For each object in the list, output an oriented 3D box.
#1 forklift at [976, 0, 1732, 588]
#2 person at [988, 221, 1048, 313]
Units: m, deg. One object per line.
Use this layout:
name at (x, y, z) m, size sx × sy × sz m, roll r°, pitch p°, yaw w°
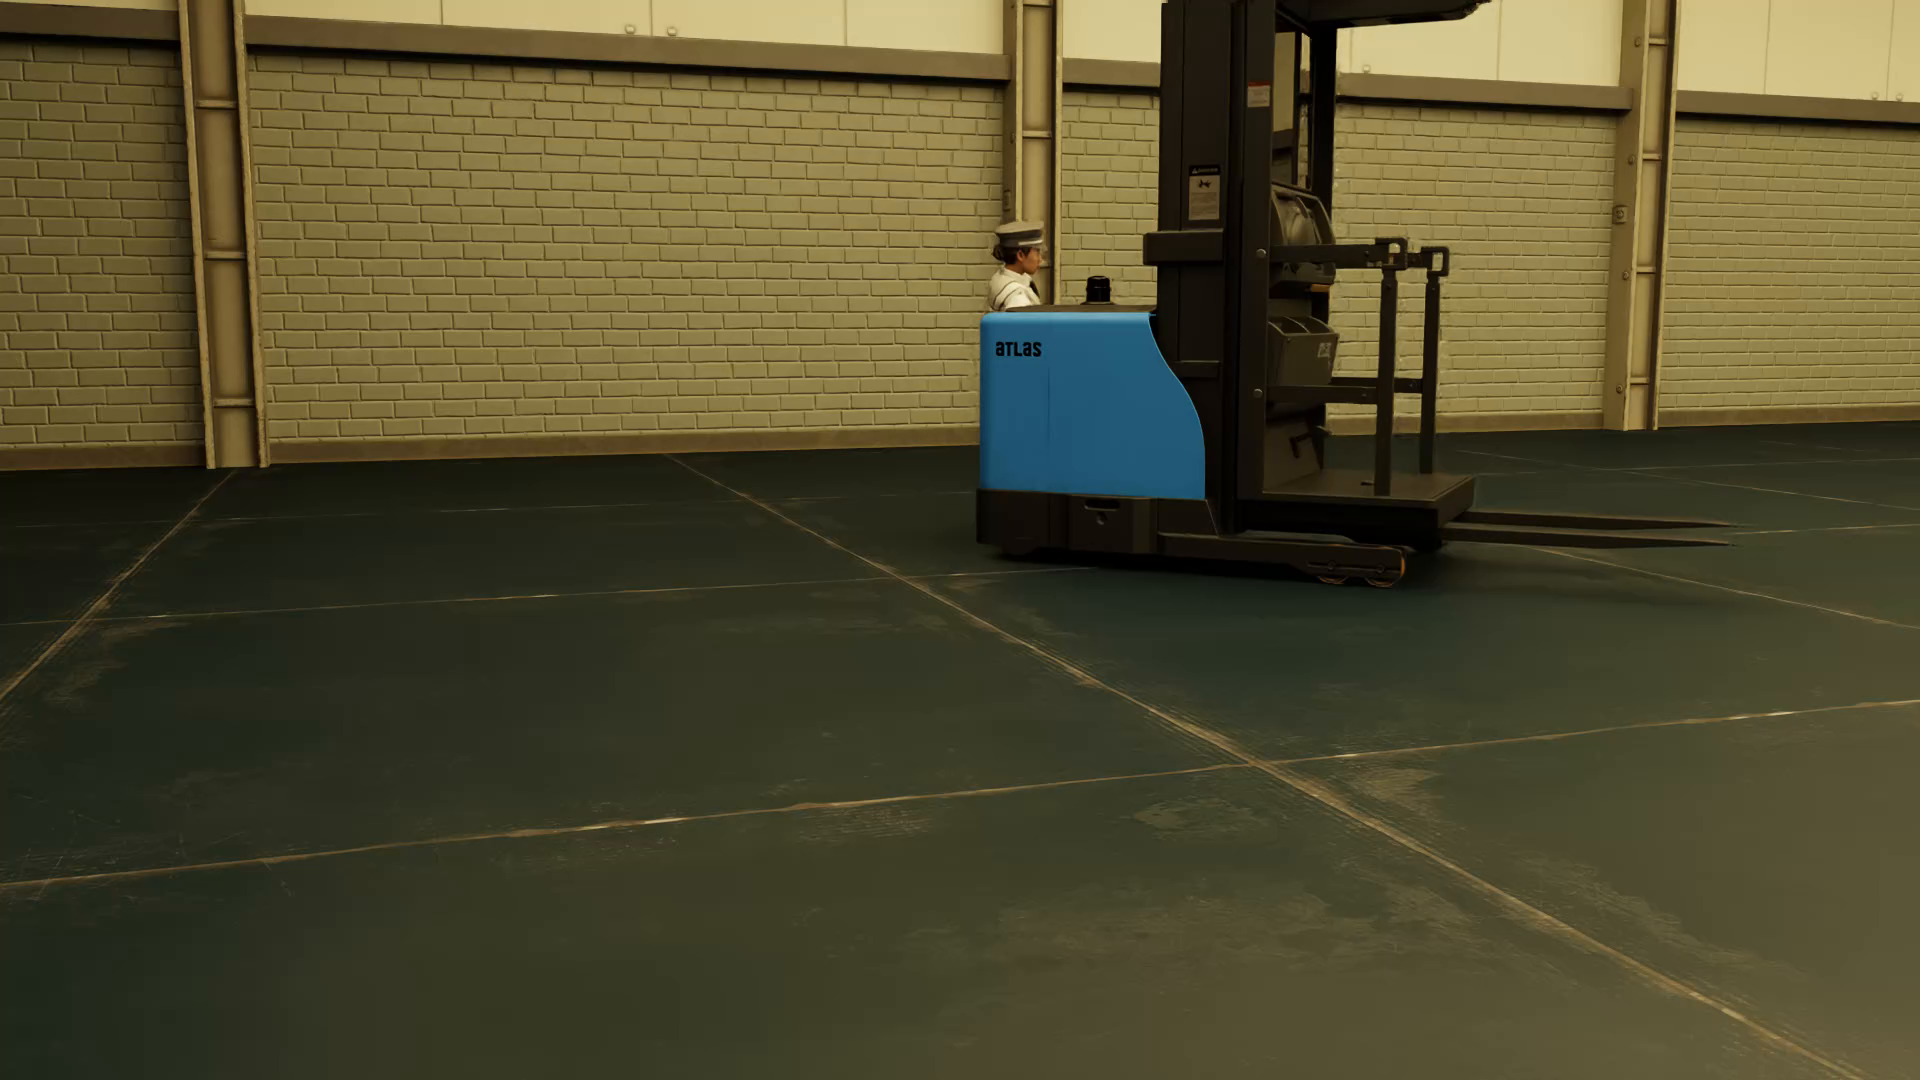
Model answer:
forklift at (1.629, -1.345, 6.939) m, size 3.031 × 2.935 × 1.130 m, roll 4°, pitch 9°, yaw 25°
person at (0.474, -0.804, 8.198) m, size 0.664 × 1.506 × 0.750 m, roll 0°, pitch 8°, yaw -2°
